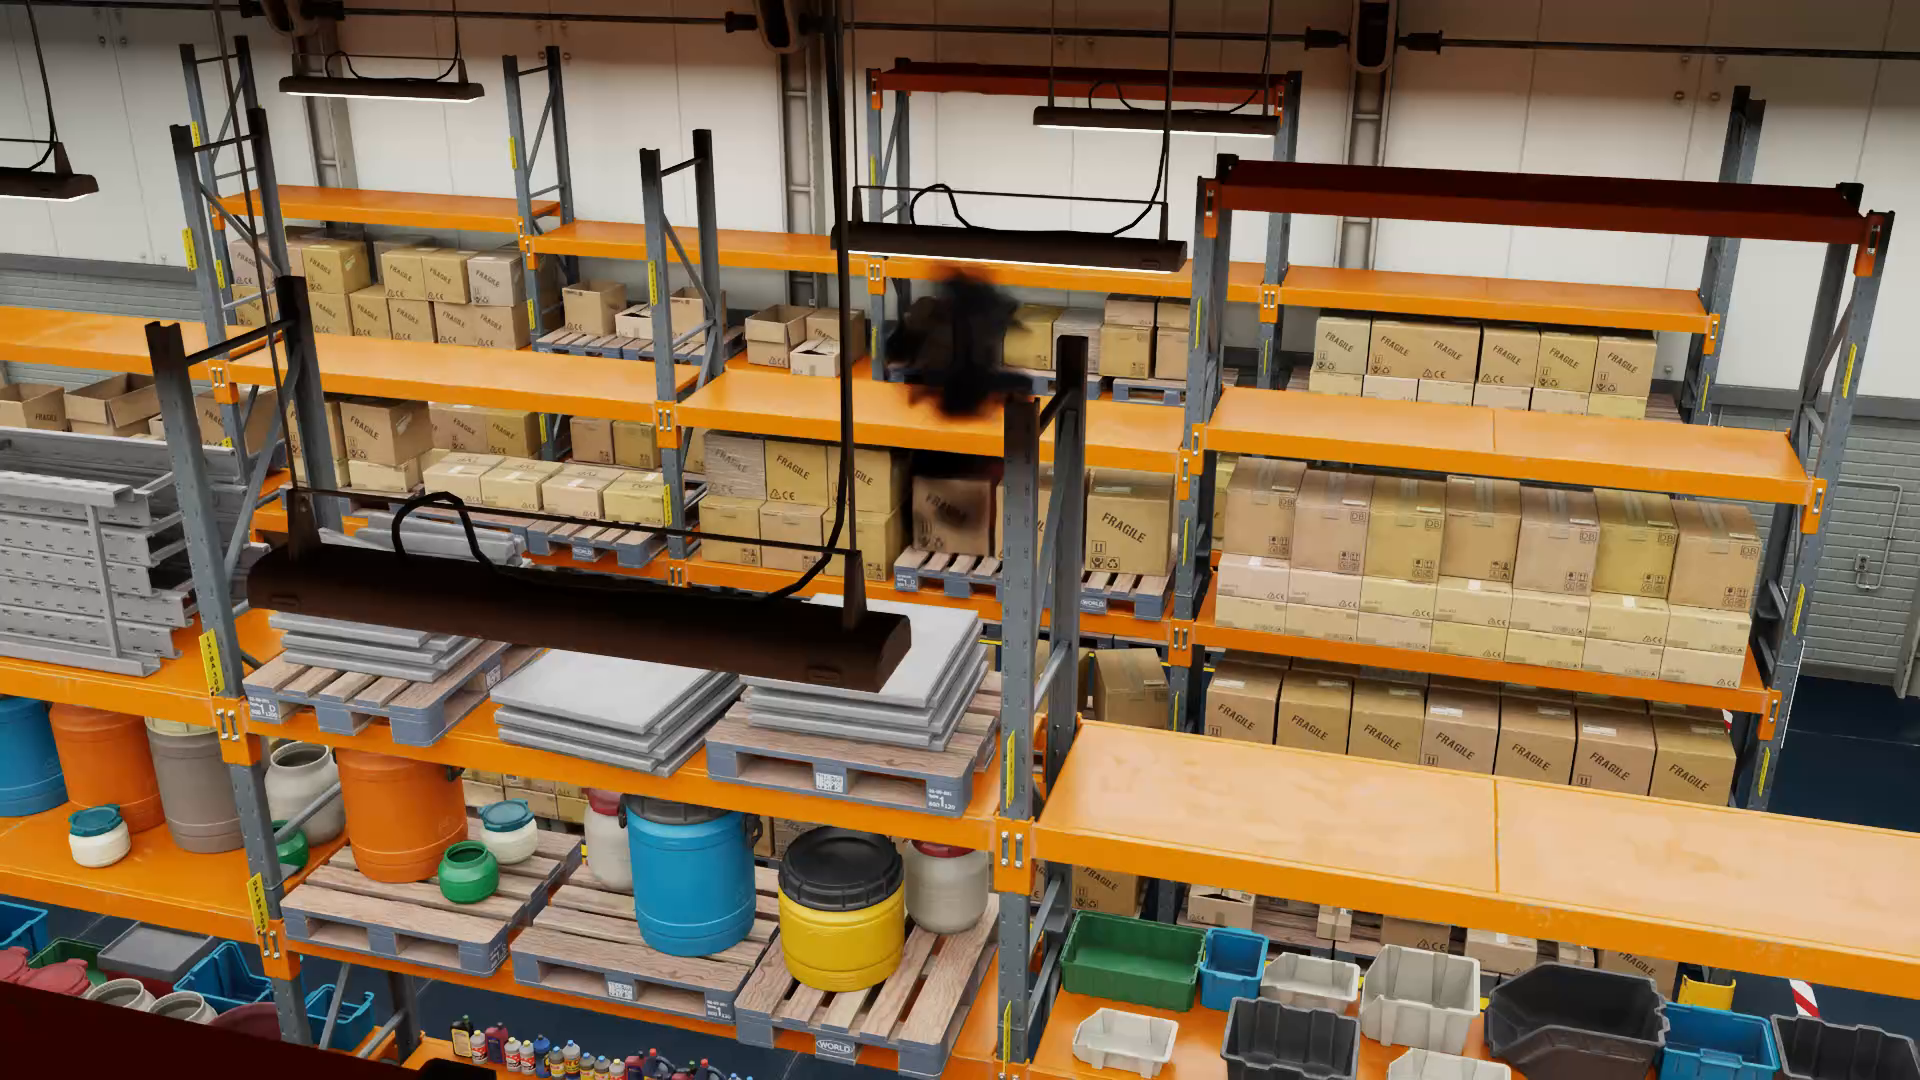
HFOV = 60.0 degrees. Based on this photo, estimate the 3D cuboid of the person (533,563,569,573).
[{"bbox_3d":[-4.230,0.654,16.997,0.564,1.676,0.635,5,23,12],"label":"person"}]
